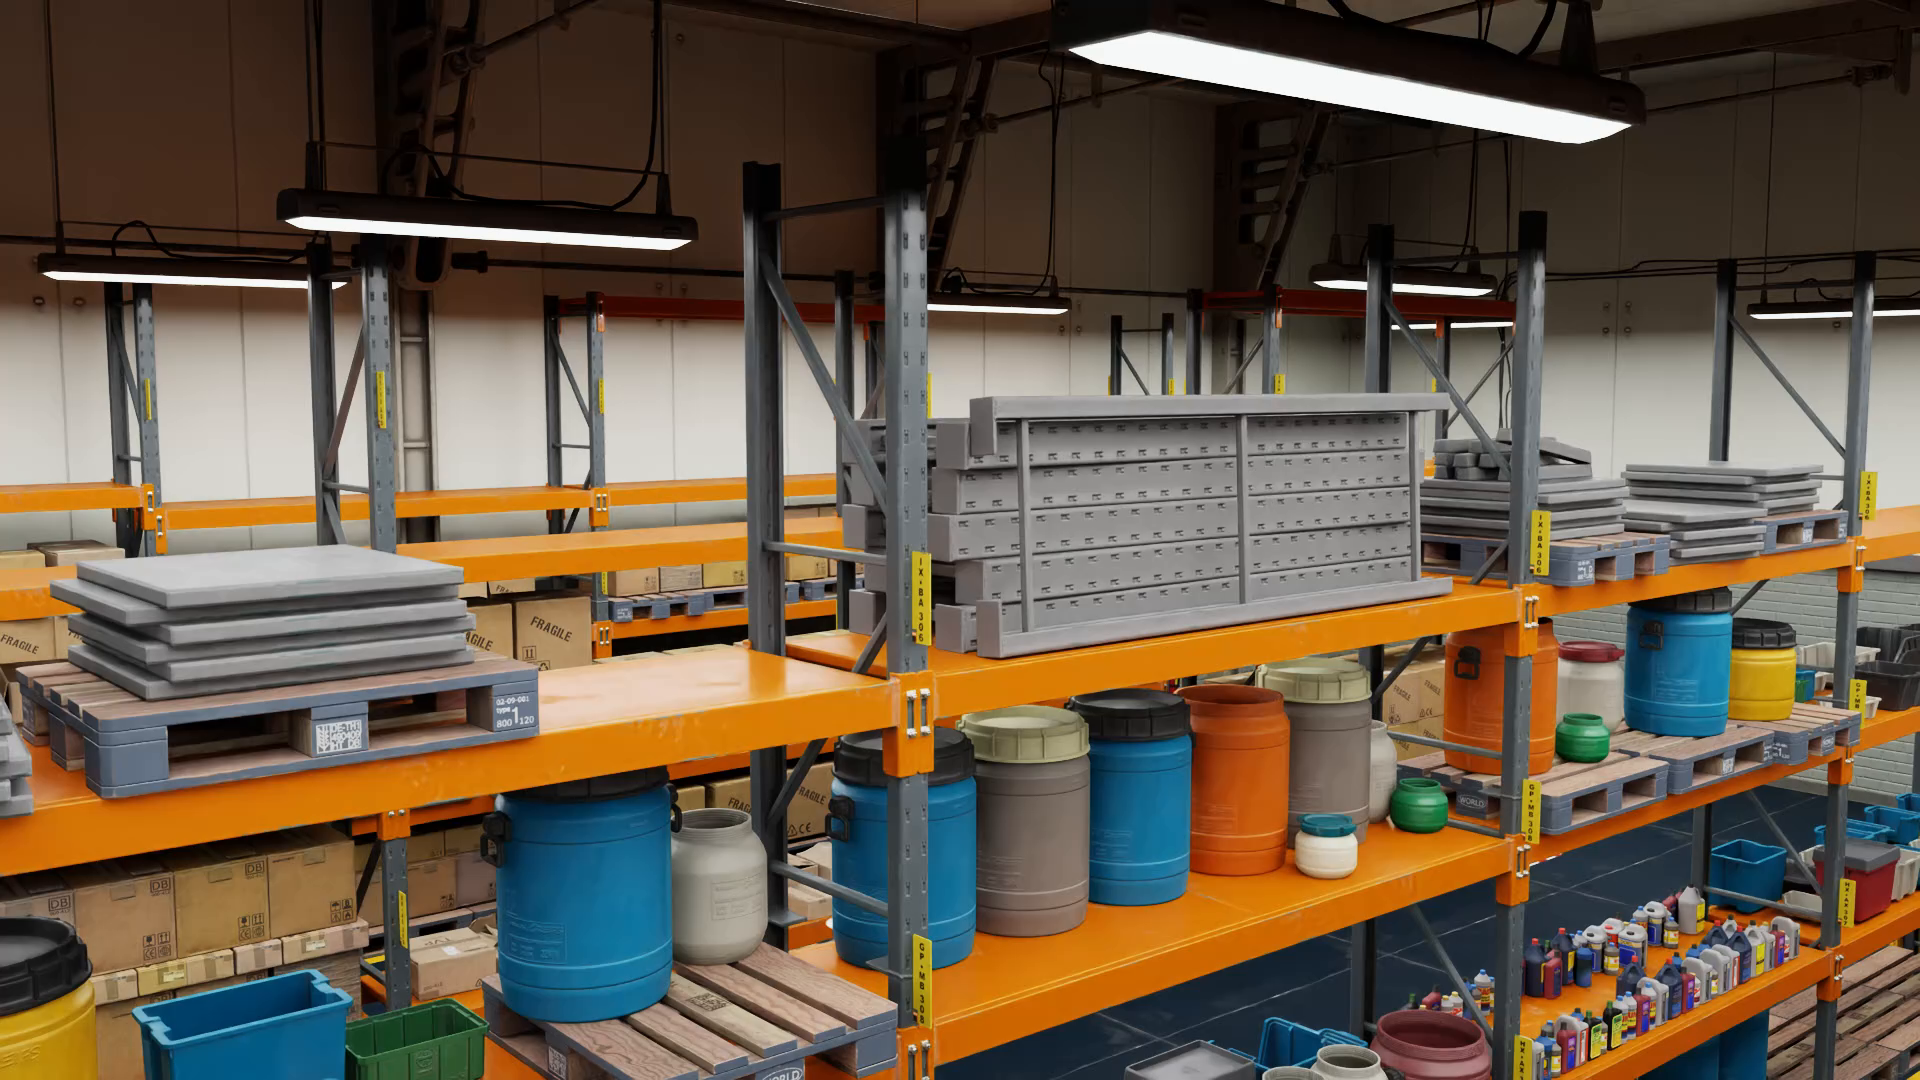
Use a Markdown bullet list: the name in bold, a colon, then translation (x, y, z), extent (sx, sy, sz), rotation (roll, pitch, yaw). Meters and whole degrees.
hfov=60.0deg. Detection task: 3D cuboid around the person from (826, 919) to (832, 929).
- **person**: translation (-0.727, 3.240, 10.894), extent (0.696, 1.782, 0.584), rotation (-3, 6, -31)
